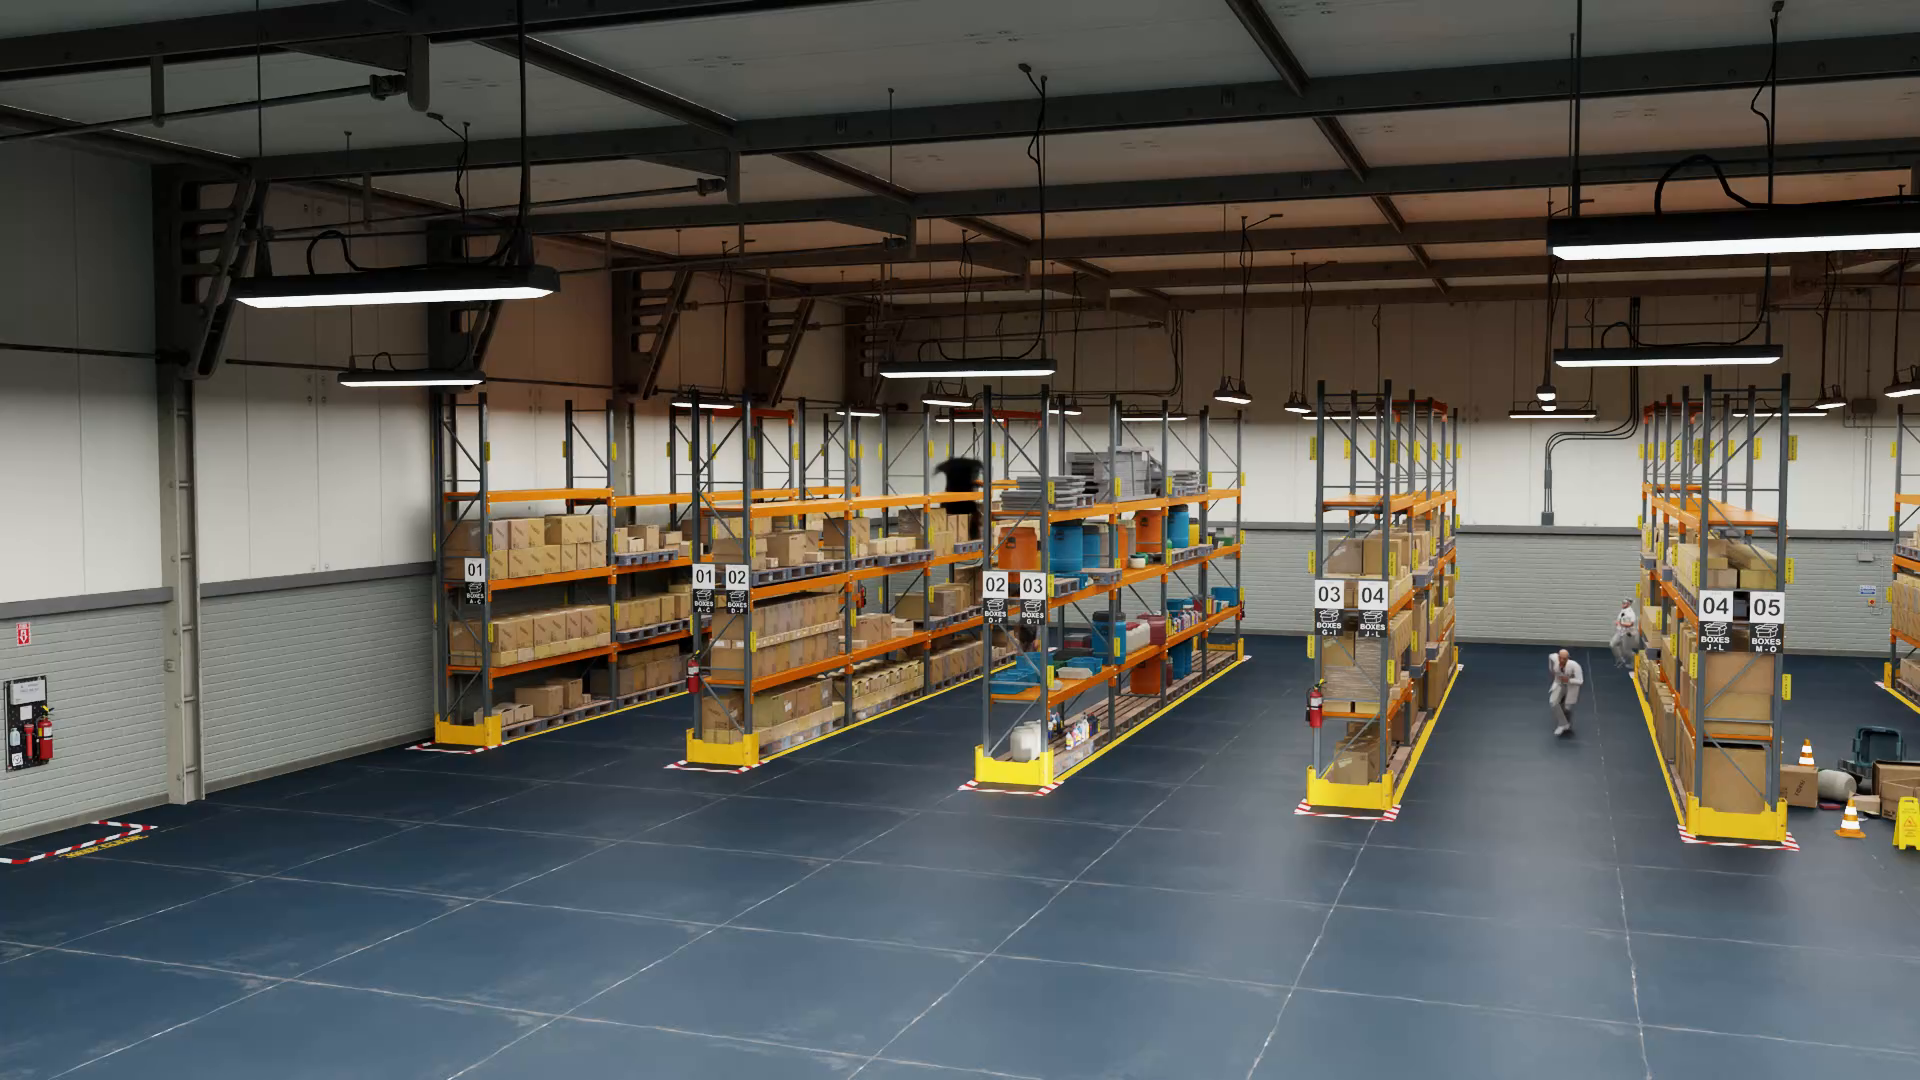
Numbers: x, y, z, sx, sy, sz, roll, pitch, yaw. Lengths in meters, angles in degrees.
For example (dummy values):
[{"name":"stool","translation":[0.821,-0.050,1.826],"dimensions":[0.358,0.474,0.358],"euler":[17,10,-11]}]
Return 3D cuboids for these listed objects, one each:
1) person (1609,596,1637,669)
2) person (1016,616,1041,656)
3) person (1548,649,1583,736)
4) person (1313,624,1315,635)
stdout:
[{"name":"person","translation":[15.259,2.143,38.000],"dimensions":[0.684,1.739,0.802],"euler":[0,3,2]},{"name":"person","translation":[1.504,2.219,36.368],"dimensions":[0.692,1.685,0.665],"euler":[2,3,27]},{"name":"person","translation":[10.751,2.673,29.493],"dimensions":[0.692,1.559,1.240],"euler":[2,4,33]},{"name":"person","translation":[7.771,2.377,34.968],"dimensions":[0.695,1.564,1.134],"euler":[3,4,44]}]
